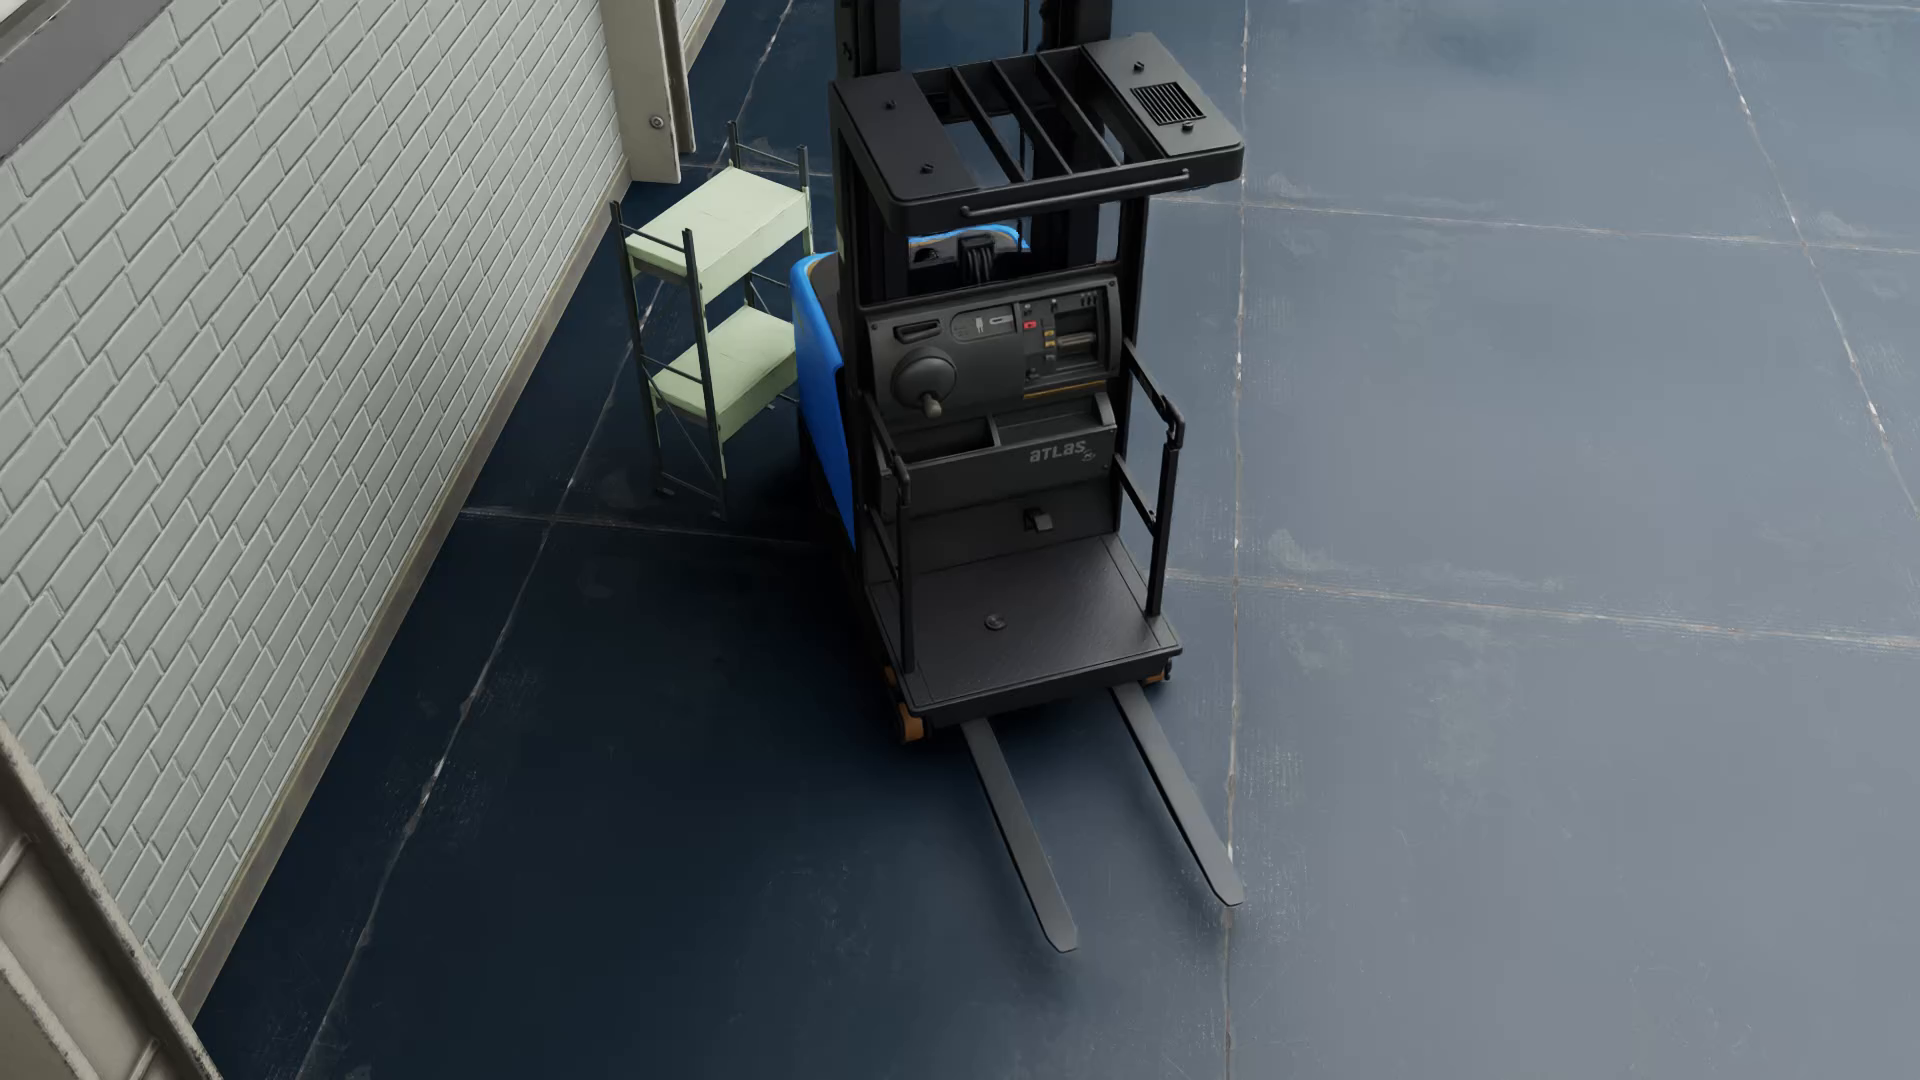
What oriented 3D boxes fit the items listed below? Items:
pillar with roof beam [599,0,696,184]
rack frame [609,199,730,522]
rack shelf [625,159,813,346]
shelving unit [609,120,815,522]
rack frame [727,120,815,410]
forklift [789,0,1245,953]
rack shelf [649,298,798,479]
[{"bbox_3d":[2.552,-5.039,6.049,9.100,9.000,0.400,5,44,6],"label":"pillar with roof beam"},{"bbox_3d":[-1.195,-0.705,6.926,0.400,1.500,0.023,24,48,23],"label":"rack frame"},{"bbox_3d":[-0.996,-1.200,6.881,0.431,0.370,0.720,24,48,23],"label":"rack shelf"},{"bbox_3d":[-0.996,-0.917,7.149,0.431,1.500,0.755,24,48,23],"label":"shelving unit"},{"bbox_3d":[-0.798,-1.128,7.372,0.400,1.500,0.023,24,48,23],"label":"rack frame"},{"bbox_3d":[0.197,-0.597,5.771,1.130,2.935,3.031,-12,45,-13],"label":"forklift"},{"bbox_3d":[-0.996,-0.680,7.373,0.431,0.370,0.720,24,48,23],"label":"rack shelf"}]
